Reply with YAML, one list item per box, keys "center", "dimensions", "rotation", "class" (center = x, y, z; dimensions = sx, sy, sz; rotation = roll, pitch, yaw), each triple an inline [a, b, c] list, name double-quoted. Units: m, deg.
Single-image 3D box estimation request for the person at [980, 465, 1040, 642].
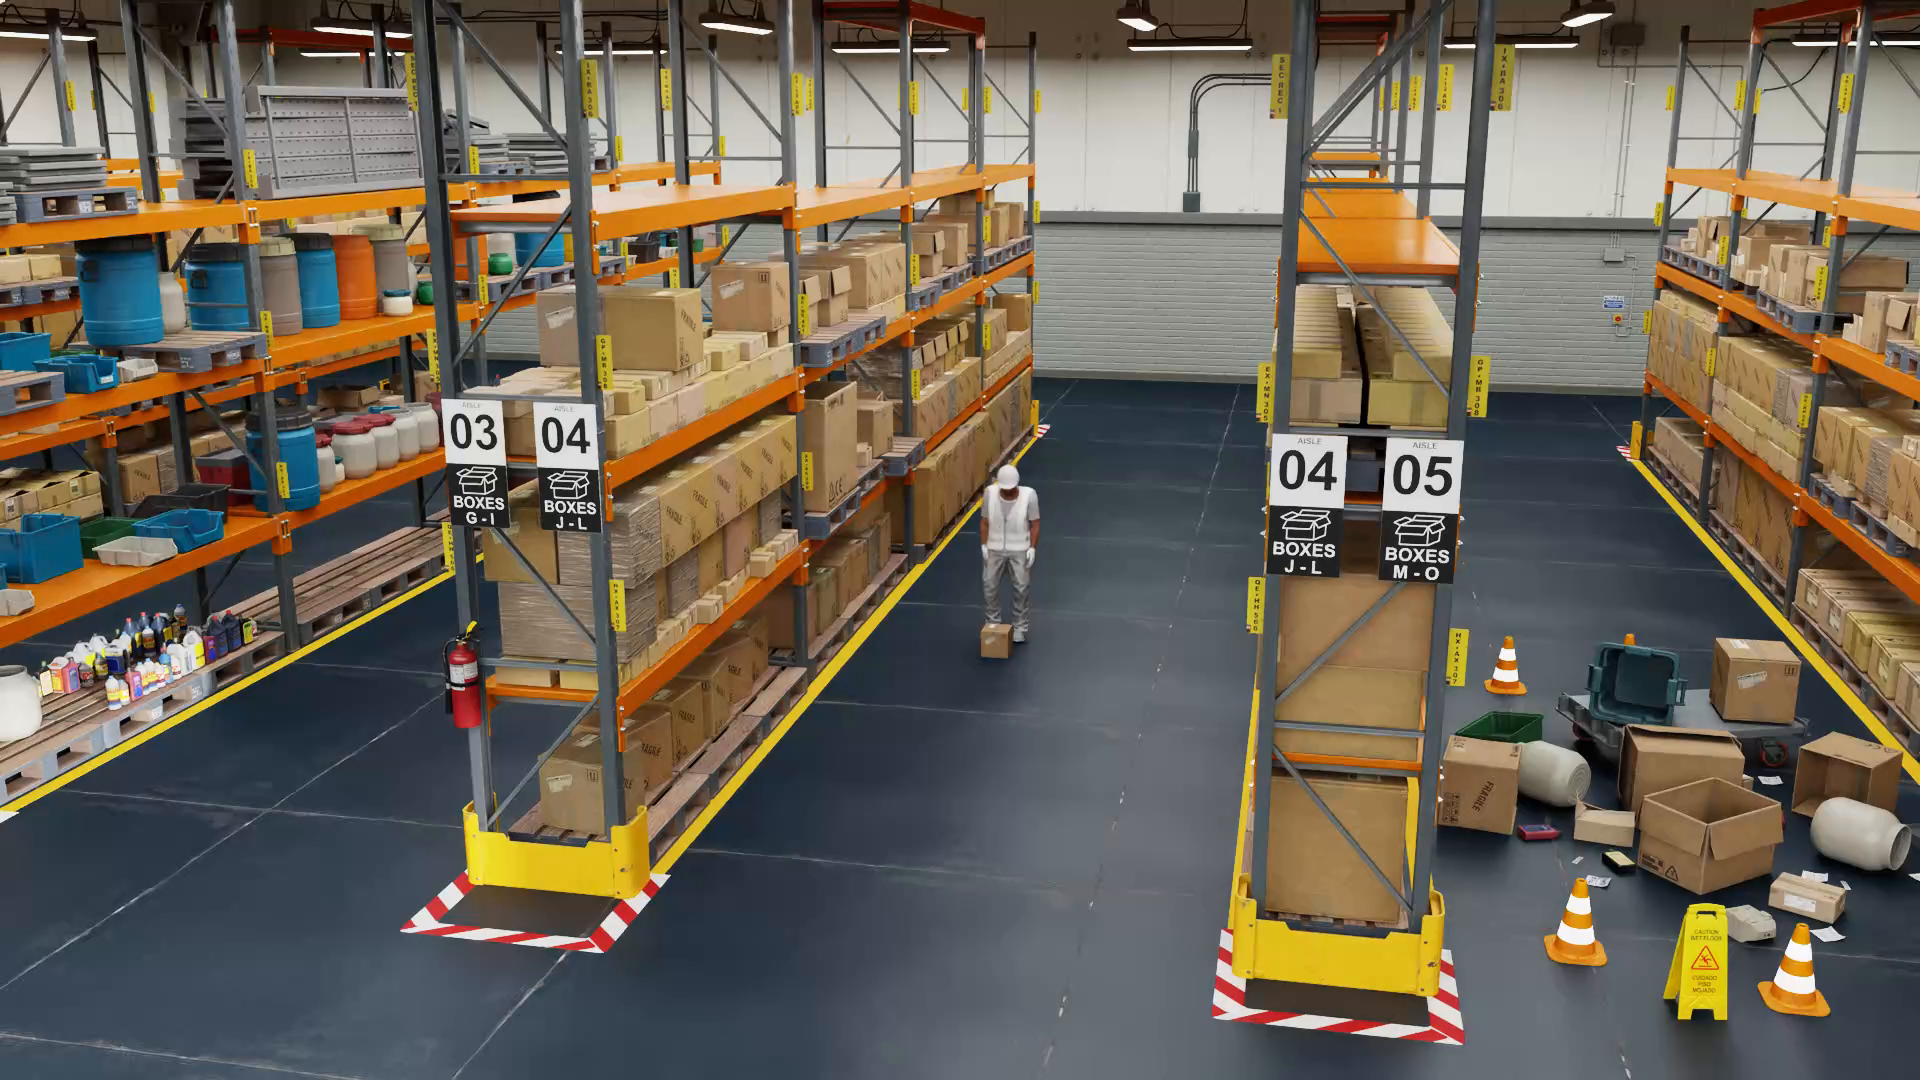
- center: [0.466, 0.110, 15.676]
  dimensions: [0.576, 1.721, 0.477]
  rotation: [3, 15, 13]
  class: "person"
